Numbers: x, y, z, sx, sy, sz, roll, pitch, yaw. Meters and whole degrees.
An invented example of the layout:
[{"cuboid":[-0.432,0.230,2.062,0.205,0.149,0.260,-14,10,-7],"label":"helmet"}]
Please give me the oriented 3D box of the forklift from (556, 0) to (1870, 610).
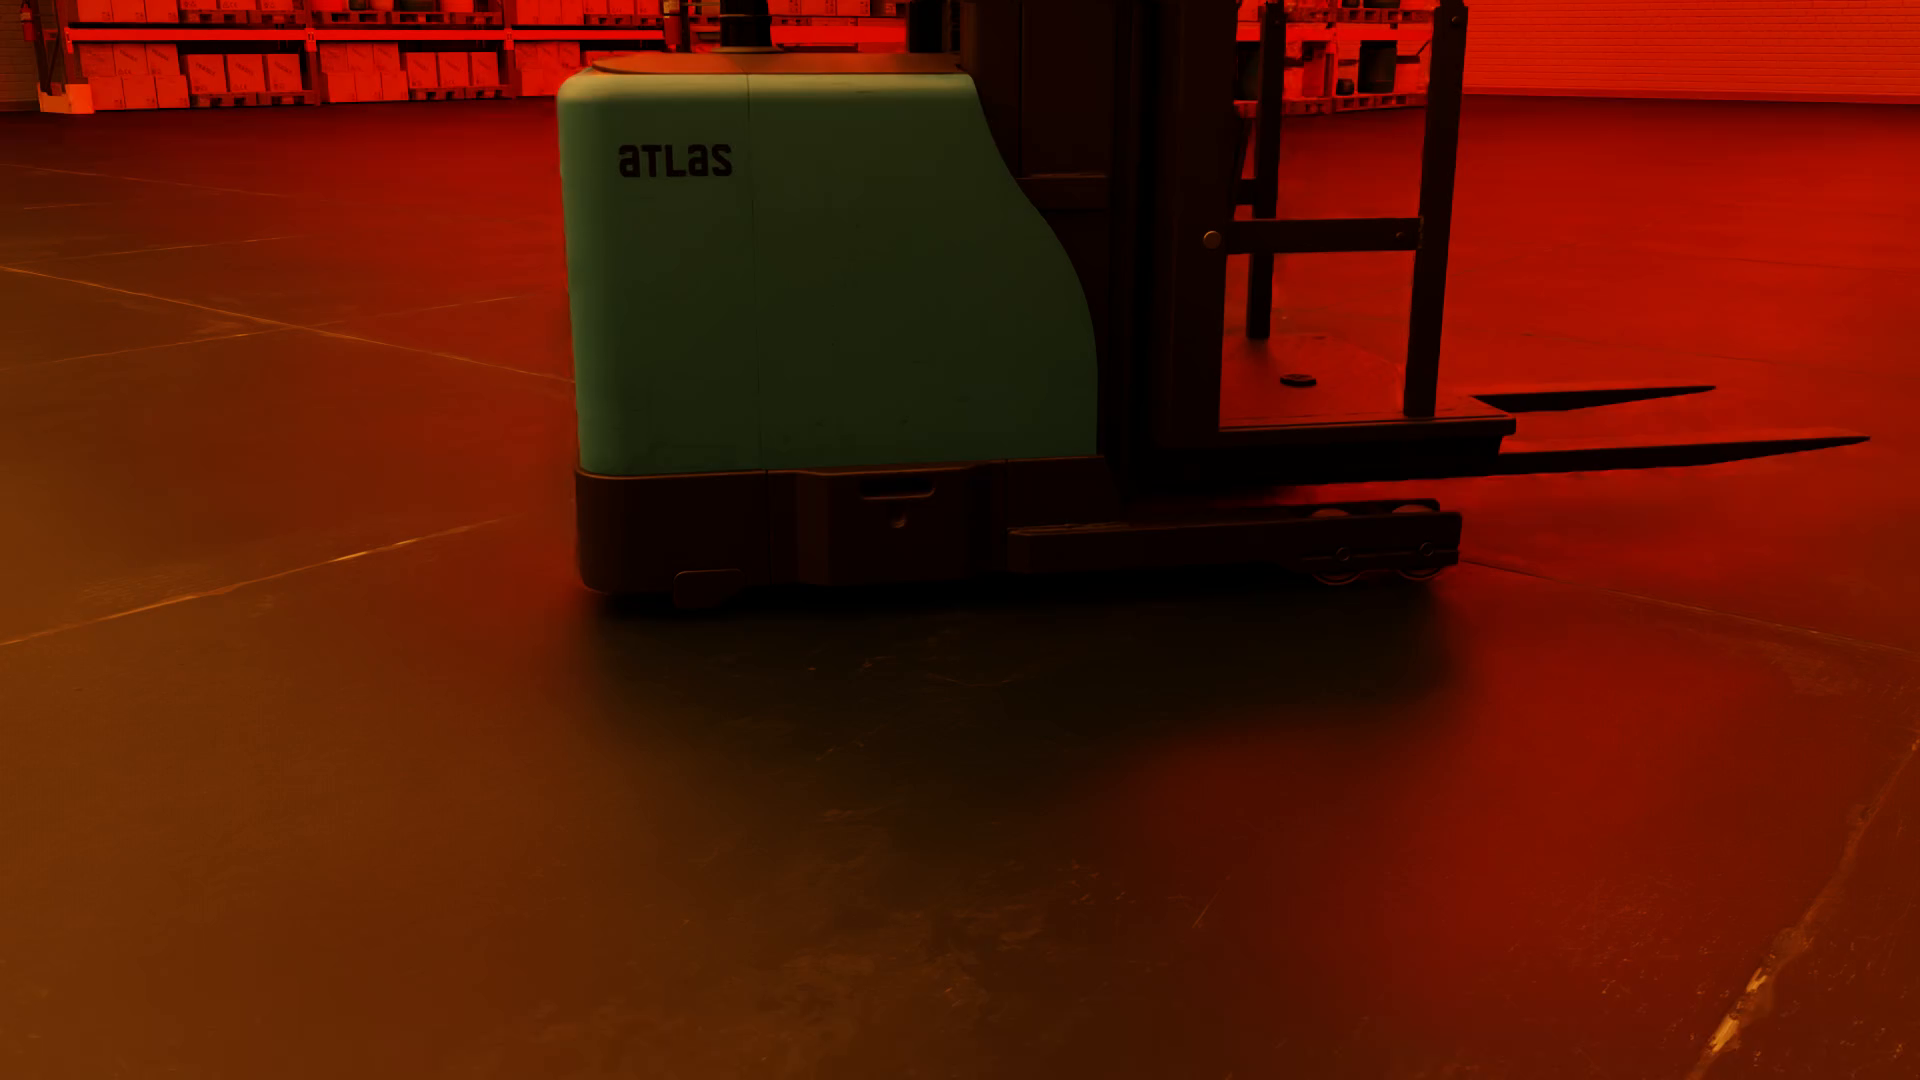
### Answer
[{"cuboid":[0.636,-1.451,3.674,3.031,2.935,1.130,-3,17,-10],"label":"forklift"}]
